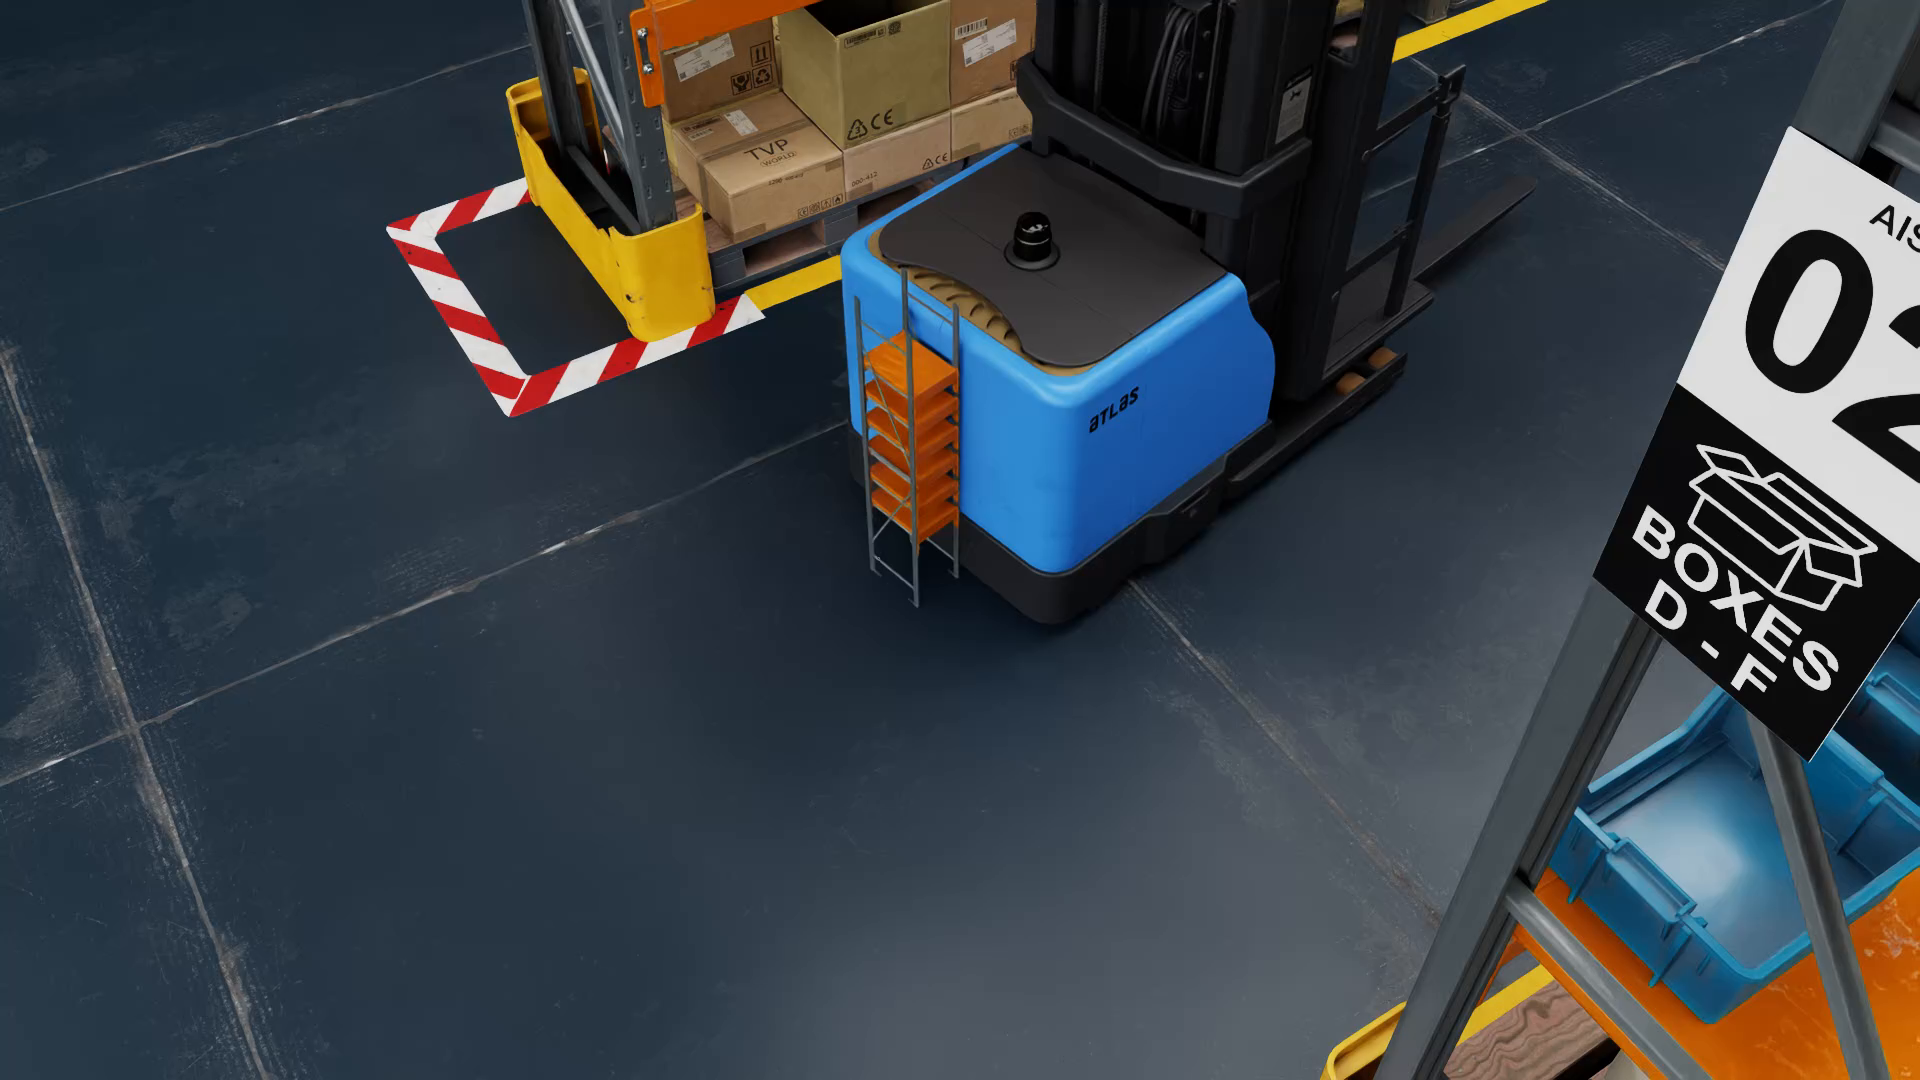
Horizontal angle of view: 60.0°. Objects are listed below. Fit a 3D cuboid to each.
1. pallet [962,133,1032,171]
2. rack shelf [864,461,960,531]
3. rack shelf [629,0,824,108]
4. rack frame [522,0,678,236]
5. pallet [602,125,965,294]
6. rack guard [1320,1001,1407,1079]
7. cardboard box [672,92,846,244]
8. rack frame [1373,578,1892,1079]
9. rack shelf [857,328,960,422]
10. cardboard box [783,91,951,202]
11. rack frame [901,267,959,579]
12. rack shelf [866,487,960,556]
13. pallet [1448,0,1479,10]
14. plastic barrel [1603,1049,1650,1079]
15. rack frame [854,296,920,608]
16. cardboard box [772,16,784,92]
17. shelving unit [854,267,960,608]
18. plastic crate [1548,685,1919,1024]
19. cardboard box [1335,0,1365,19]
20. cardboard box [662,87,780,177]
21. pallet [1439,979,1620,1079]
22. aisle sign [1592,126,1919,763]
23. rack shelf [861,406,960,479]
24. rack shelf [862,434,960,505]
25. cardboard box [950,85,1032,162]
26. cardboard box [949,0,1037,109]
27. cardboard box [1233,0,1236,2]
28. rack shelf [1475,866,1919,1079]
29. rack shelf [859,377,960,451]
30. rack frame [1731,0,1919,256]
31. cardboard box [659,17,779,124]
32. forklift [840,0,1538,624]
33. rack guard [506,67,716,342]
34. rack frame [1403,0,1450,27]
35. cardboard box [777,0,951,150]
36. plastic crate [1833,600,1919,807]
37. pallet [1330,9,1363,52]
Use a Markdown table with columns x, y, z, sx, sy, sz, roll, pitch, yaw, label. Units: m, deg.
| x | y | z | sx | sy | sz | roll | pitch | yaw | label |
| --- | --- | --- | --- | --- | --- | --- | --- | --- | --- |
| 0.283 | -2.078 | 7.459 | 1.213 | 0.211 | 1.003 | -25 | 53 | -21 | pallet |
| -0.154 | -0.174 | 5.322 | 0.180 | 0.103 | 0.258 | -36 | 57 | -27 | rack shelf |
| 0.320 | -2.748 | 6.671 | 4.000 | 0.370 | 1.077 | -25 | 53 | -21 | rack shelf |
| -1.372 | -2.191 | 5.692 | 0.127 | 3.000 | 1.000 | -25 | 53 | -21 | rack frame |
| -0.747 | -1.595 | 7.029 | 1.213 | 0.211 | 1.003 | -25 | 53 | -21 | pallet |
| 1.307 | 1.711 | 3.892 | 0.348 | 0.500 | 1.175 | -25 | 53 | -21 | rack guard |
| -0.800 | -1.489 | 6.628 | 0.500 | 0.250 | 0.500 | -25 | 53 | -21 | cardboard box |
| 1.268 | 0.939 | 2.905 | 0.127 | 3.000 | 1.000 | -25 | 53 | -21 | rack frame |
| -0.154 | -0.494 | 4.964 | 0.180 | 0.103 | 0.258 | -36 | 57 | -27 | rack shelf |
| -0.379 | -1.691 | 6.807 | 0.500 | 0.250 | 0.500 | -25 | 53 | -21 | cardboard box |
| -0.088 | -0.331 | 5.241 | 0.006 | 1.200 | 0.240 | -36 | 57 | -27 | rack frame |
| -0.154 | -0.095 | 5.412 | 0.180 | 0.103 | 0.258 | -36 | 57 | -27 | rack shelf |
| 2.614 | -3.176 | 8.437 | 1.213 | 0.211 | 1.003 | -25 | 53 | -21 | pallet |
| 1.784 | 1.316 | 3.954 | 0.421 | 0.512 | 0.421 | 0 | 48 | 0 | plastic barrel |
| -0.220 | -0.237 | 5.157 | 0.006 | 1.200 | 0.240 | -36 | 57 | -27 | rack frame |
| -0.659 | -2.023 | 7.103 | 0.500 | 0.250 | 0.500 | -25 | 53 | -21 | cardboard box |
| -0.154 | -0.284 | 5.199 | 0.189 | 1.200 | 0.258 | -36 | 57 | -27 | shelving unit |
| 1.532 | 0.600 | 3.306 | 0.616 | 0.251 | 0.499 | -25 | 53 | -21 | plastic crate |
| 1.736 | -2.687 | 7.694 | 0.500 | 0.250 | 0.500 | -25 | 53 | -21 | cardboard box |
| -1.076 | -1.816 | 6.919 | 0.500 | 0.250 | 0.500 | -25 | 53 | -21 | cardboard box |
| 1.997 | 1.486 | 4.285 | 1.213 | 0.211 | 1.003 | -25 | 53 | -21 | pallet |
| 1.049 | -0.084 | 2.076 | 0.004 | 0.787 | 0.394 | -25 | 53 | -21 | aisle sign |
| -0.154 | -0.334 | 5.143 | 0.180 | 0.103 | 0.258 | -36 | 57 | -27 | rack shelf |
| -0.154 | -0.254 | 5.233 | 0.180 | 0.103 | 0.258 | -36 | 57 | -27 | rack shelf |
| 0.044 | -1.890 | 6.984 | 0.500 | 0.250 | 0.500 | -25 | 53 | -21 | cardboard box |
| 0.038 | -2.146 | 6.711 | 0.500 | 0.500 | 0.500 | -25 | 53 | -21 | cardboard box |
| 0.886 | -2.543 | 7.064 | 0.500 | 0.500 | 0.500 | -25 | 53 | -21 | cardboard box |
| 2.960 | 0.382 | 3.883 | 4.000 | 0.370 | 1.077 | -25 | 53 | -21 | rack shelf |
| -0.154 | -0.414 | 5.053 | 0.180 | 0.103 | 0.258 | -36 | 57 | -27 | rack shelf |
| 1.268 | -1.056 | 0.665 | 0.127 | 3.000 | 1.000 | -25 | 53 | -21 | rack frame |
| -1.077 | -2.067 | 6.640 | 0.500 | 0.500 | 0.500 | -25 | 53 | -21 | cardboard box |
| 1.025 | -1.684 | 5.287 | 3.031 | 2.935 | 1.130 | -36 | 57 | -27 | forklift |
| -1.392 | -1.350 | 6.617 | 0.348 | 0.500 | 1.175 | -25 | 53 | -21 | rack guard |
| 2.011 | -3.785 | 7.112 | 0.127 | 3.000 | 1.000 | -25 | 53 | -21 | rack frame |
| -0.378 | -1.939 | 6.526 | 0.500 | 0.500 | 0.500 | -25 | 53 | -21 | cardboard box |
| 2.084 | 0.345 | 3.534 | 0.408 | 0.251 | 0.499 | -25 | 53 | -21 | plastic crate |
| 1.316 | -2.567 | 7.895 | 1.213 | 0.211 | 1.003 | -25 | 53 | -21 | pallet |
